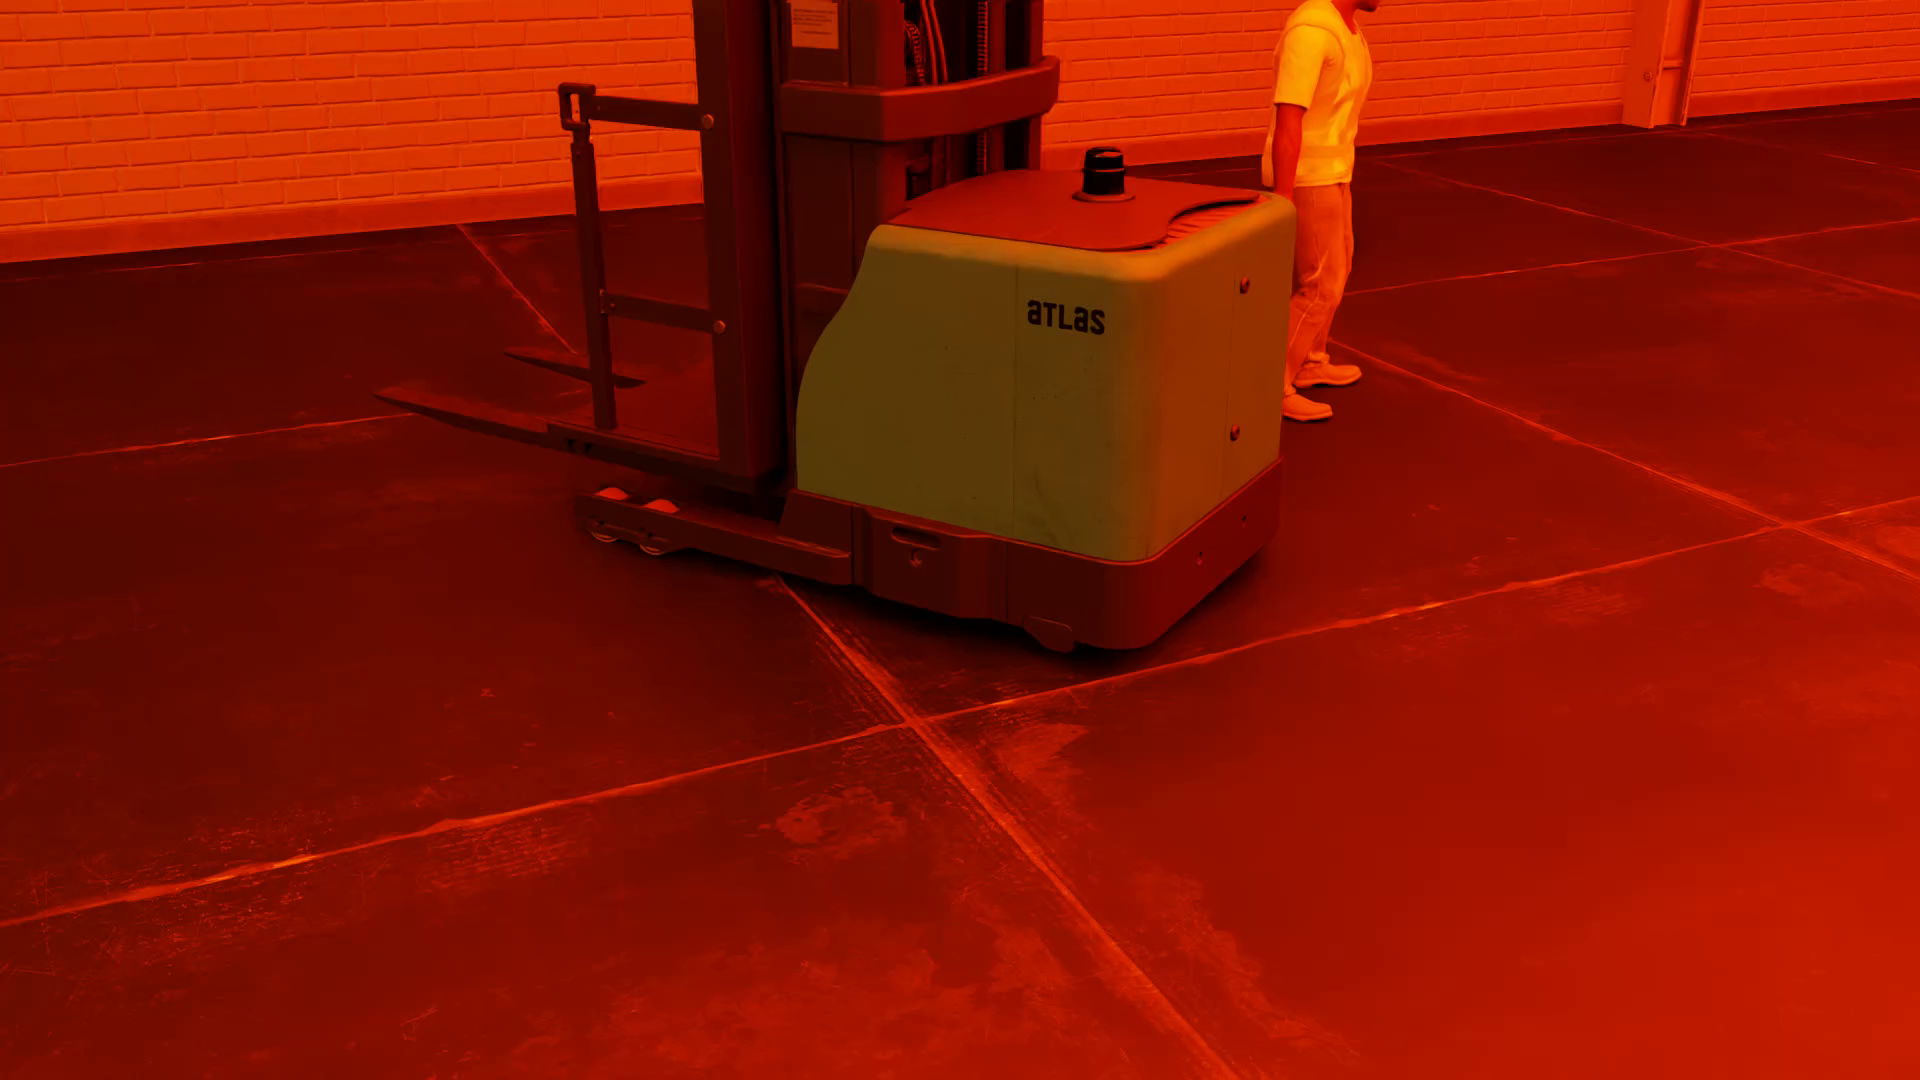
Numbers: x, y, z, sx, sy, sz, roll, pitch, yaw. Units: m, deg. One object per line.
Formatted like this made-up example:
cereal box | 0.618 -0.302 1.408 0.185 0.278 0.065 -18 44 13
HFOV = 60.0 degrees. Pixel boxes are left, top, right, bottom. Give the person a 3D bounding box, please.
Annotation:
person | 1.315 -1.311 5.999 0.428 1.737 0.847 7 24 17

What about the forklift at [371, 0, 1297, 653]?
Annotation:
forklift | -0.574 -1.465 4.812 3.031 2.935 1.130 13 26 29
